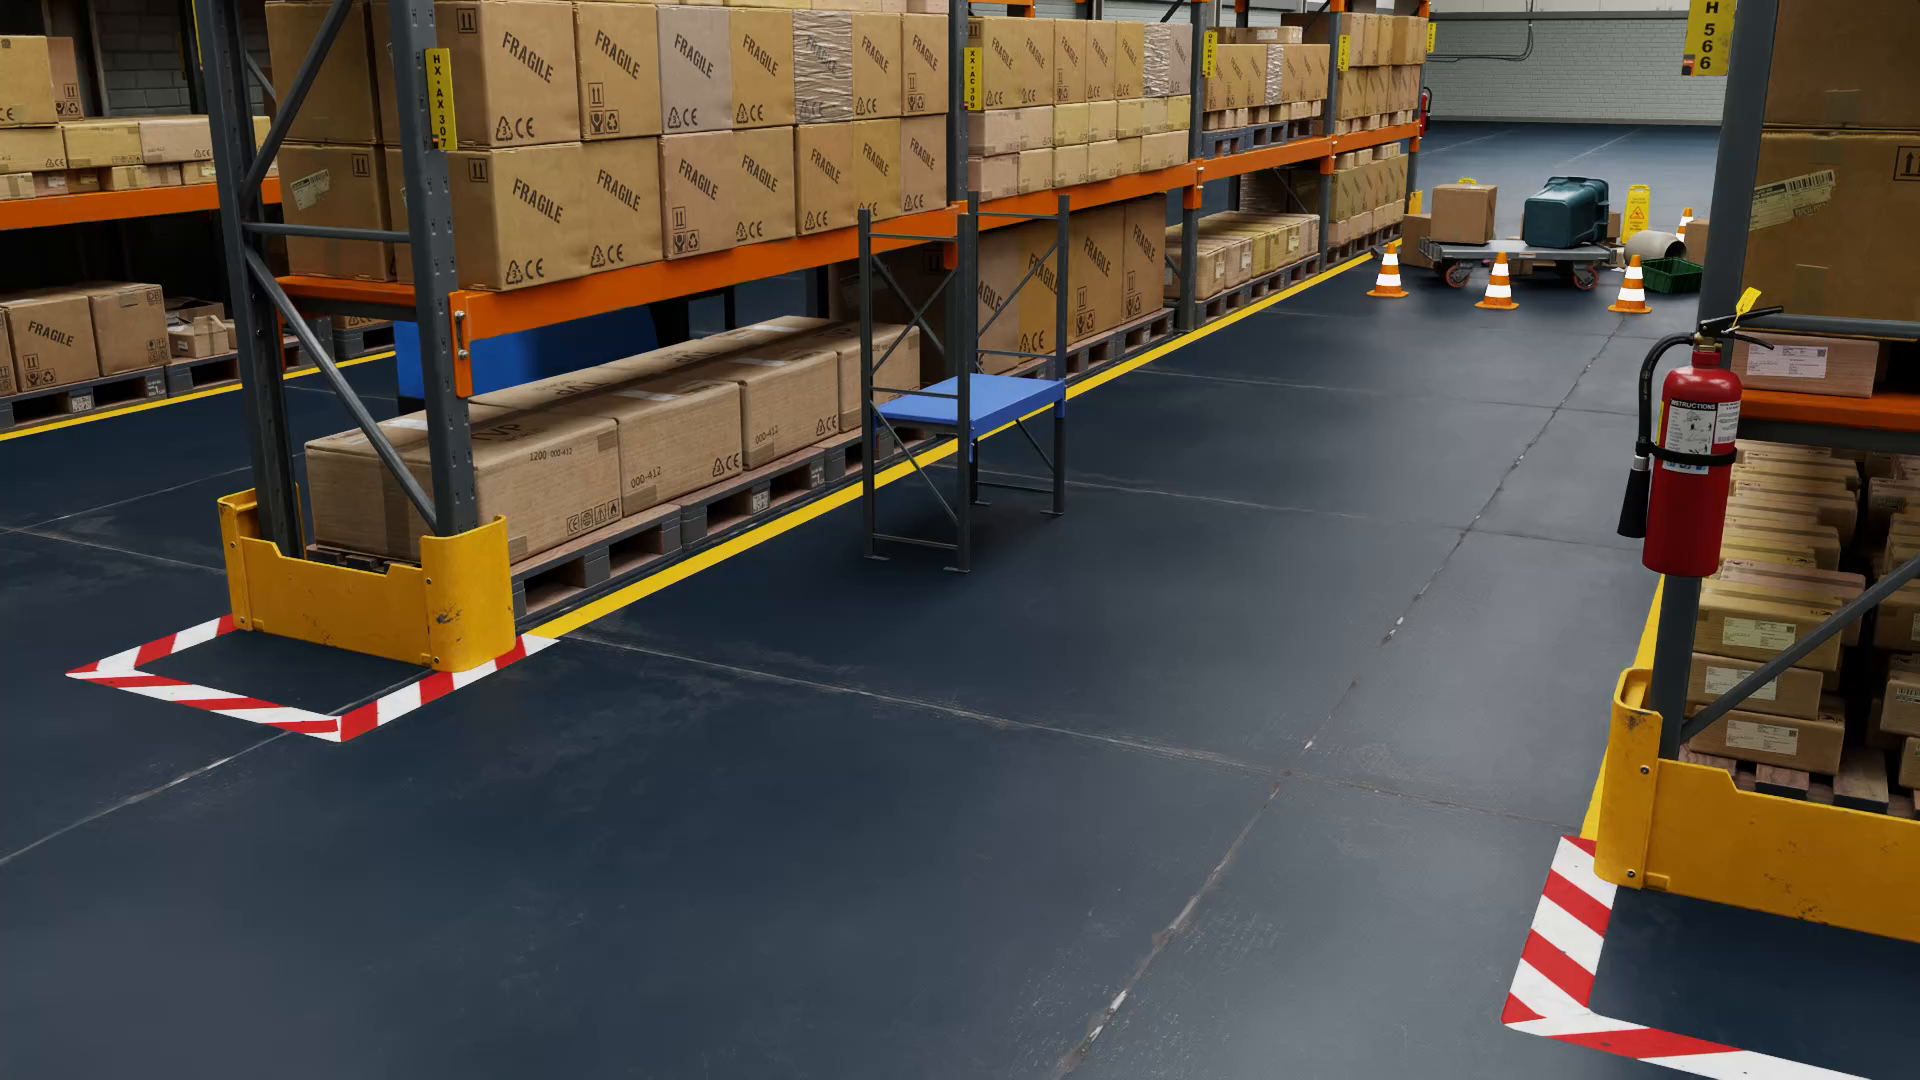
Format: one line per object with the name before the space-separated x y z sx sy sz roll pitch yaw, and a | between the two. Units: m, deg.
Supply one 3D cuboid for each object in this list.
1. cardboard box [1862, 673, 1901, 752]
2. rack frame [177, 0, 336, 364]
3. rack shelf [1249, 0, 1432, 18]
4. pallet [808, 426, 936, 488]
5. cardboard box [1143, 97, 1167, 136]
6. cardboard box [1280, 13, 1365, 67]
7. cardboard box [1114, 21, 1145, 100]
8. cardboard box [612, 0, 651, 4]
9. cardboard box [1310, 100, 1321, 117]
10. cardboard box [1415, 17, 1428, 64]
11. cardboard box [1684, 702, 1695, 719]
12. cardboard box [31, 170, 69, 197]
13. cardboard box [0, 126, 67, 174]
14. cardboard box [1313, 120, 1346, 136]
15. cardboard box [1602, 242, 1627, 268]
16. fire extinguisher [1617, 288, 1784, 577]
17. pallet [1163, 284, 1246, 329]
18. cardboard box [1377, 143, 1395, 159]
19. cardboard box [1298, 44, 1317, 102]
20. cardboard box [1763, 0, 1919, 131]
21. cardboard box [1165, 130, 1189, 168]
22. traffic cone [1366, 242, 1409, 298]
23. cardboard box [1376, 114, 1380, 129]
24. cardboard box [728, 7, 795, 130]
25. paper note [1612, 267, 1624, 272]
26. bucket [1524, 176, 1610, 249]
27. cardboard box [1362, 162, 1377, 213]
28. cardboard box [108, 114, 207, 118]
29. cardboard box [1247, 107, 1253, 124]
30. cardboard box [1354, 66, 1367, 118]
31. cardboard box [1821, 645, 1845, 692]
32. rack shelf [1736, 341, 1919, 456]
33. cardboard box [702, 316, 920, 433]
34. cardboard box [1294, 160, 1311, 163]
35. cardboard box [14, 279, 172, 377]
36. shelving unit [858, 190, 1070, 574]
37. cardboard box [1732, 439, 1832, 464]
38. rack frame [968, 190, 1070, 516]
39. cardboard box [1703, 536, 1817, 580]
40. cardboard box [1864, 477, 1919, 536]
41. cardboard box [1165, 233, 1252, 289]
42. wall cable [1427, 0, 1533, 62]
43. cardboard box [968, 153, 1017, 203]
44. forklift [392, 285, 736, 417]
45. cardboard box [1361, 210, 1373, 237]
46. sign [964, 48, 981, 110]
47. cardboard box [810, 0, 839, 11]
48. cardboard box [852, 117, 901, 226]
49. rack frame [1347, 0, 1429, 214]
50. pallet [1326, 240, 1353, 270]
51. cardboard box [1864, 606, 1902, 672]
cardboard box | 2.822 0.518 4.782 0.380 0.149 0.250 8 18 25
rack frame | -4.871 -2.731 11.451 1.000 3.000 0.127 8 18 25
rack shelf | 4.040 -5.741 17.579 1.077 0.370 4.000 8 18 25
pallet | -0.839 -0.580 9.106 1.003 0.211 1.213 8 18 25
cardboard box | 1.144 -3.000 11.743 0.500 0.250 0.500 8 18 24
cardboard box | 3.537 -4.892 16.274 0.700 0.500 0.500 8 18 25
cardboard box | 0.912 -3.224 11.179 0.500 0.500 0.500 8 18 25
cardboard box | -1.436 -2.172 6.497 0.380 0.149 0.250 7 18 24
cardboard box | 3.163 -4.053 15.605 0.380 0.149 0.250 8 18 26
cardboard box | 4.900 -5.669 18.888 0.700 0.500 0.500 8 18 24
cardboard box | 2.330 0.449 5.014 0.380 0.149 0.250 9 19 27
cardboard box | -5.493 -2.106 9.789 0.380 0.149 0.250 8 18 25
cardboard box | -5.556 -2.255 9.589 0.500 0.250 0.500 8 18 24
cardboard box | 3.574 -4.057 16.357 0.380 0.149 0.250 8 18 25
cardboard box | 6.740 -2.896 16.807 0.396 0.266 0.258 12 20 35
fire extinguisher | 1.732 -0.256 3.909 0.296 0.674 0.183 8 18 25
pallet | 1.709 -1.981 13.825 1.003 0.211 1.213 8 18 25
cardboard box | 4.590 -4.308 18.395 0.380 0.149 0.250 8 19 26
cardboard box | 2.924 -4.257 15.152 0.500 0.500 0.500 8 18 26
cardboard box | 2.239 -1.296 4.164 0.500 0.500 0.500 8 18 24
cardboard box | 1.365 -2.886 12.234 0.500 0.250 0.500 7 18 23
traffic cone | 3.844 -2.428 14.886 0.336 0.463 0.334 8 18 25
cardboard box | 4.241 -4.450 17.678 0.380 0.149 0.250 8 18 25
cardboard box | -1.077 -2.087 7.349 0.500 0.500 0.500 8 18 26
paper note | 6.589 -2.686 16.527 0.155 0.023 0.172 -15 22 -41
bucket | 5.618 -3.022 15.509 0.620 0.611 0.726 -27 30 -37
cardboard box | 4.113 -3.766 17.712 0.500 0.500 0.500 9 19 28
cardboard box | -5.334 -2.710 11.121 0.500 0.250 0.500 8 18 25
cardboard box | 2.261 -3.606 14.102 0.380 0.149 0.250 9 19 28
cardboard box | 3.795 -4.536 16.830 0.500 0.500 0.500 8 18 25
cardboard box | 2.403 0.315 4.943 0.380 0.149 0.250 8 18 24
rack shelf | 3.151 -0.642 5.681 1.077 0.370 4.000 8 18 25
cardboard box | -0.805 -0.927 9.140 0.875 0.438 0.875 8 18 25
cardboard box | 3.623 -3.826 17.911 0.500 0.500 0.500 9 19 28
cardboard box | -5.420 -1.336 10.407 0.700 0.500 0.500 7 18 23
shelving unit | 0.038 -0.741 7.384 0.538 1.500 1.048 8 18 25
cardboard box | 3.178 -0.298 6.483 0.380 0.149 0.250 9 19 27
rack frame | 0.265 -0.870 7.820 0.500 1.500 0.032 8 18 25
cardboard box | 2.433 0.097 5.155 0.380 0.149 0.250 8 18 24
cardboard box | 3.393 -0.102 5.823 0.380 0.149 0.250 8 18 26
cardboard box | 1.943 -2.393 14.189 0.950 0.372 0.625 8 18 24
wall cable | 15.278 -15.336 48.806 3.097 2.526 0.112 8 18 25
cardboard box | 0.004 -2.107 9.613 0.500 0.250 0.500 8 18 24
forklift | -1.952 -2.211 9.820 1.130 2.935 3.031 9 19 27
cardboard box | 4.114 -3.410 17.829 0.500 0.250 0.500 8 18 25
sign | 0.068 -2.483 8.957 0.100 0.325 0.005 8 18 25
cardboard box | -0.793 -2.569 7.834 0.380 0.149 0.250 8 18 25
cardboard box | -0.632 -1.866 8.363 0.500 0.500 0.500 8 18 24
rack frame | 4.933 -5.157 19.619 1.000 3.000 0.127 8 18 25
pallet | 3.414 -2.977 17.177 1.003 0.211 1.213 8 18 25
cardboard box | 2.924 0.308 4.965 0.380 0.149 0.250 8 18 26
